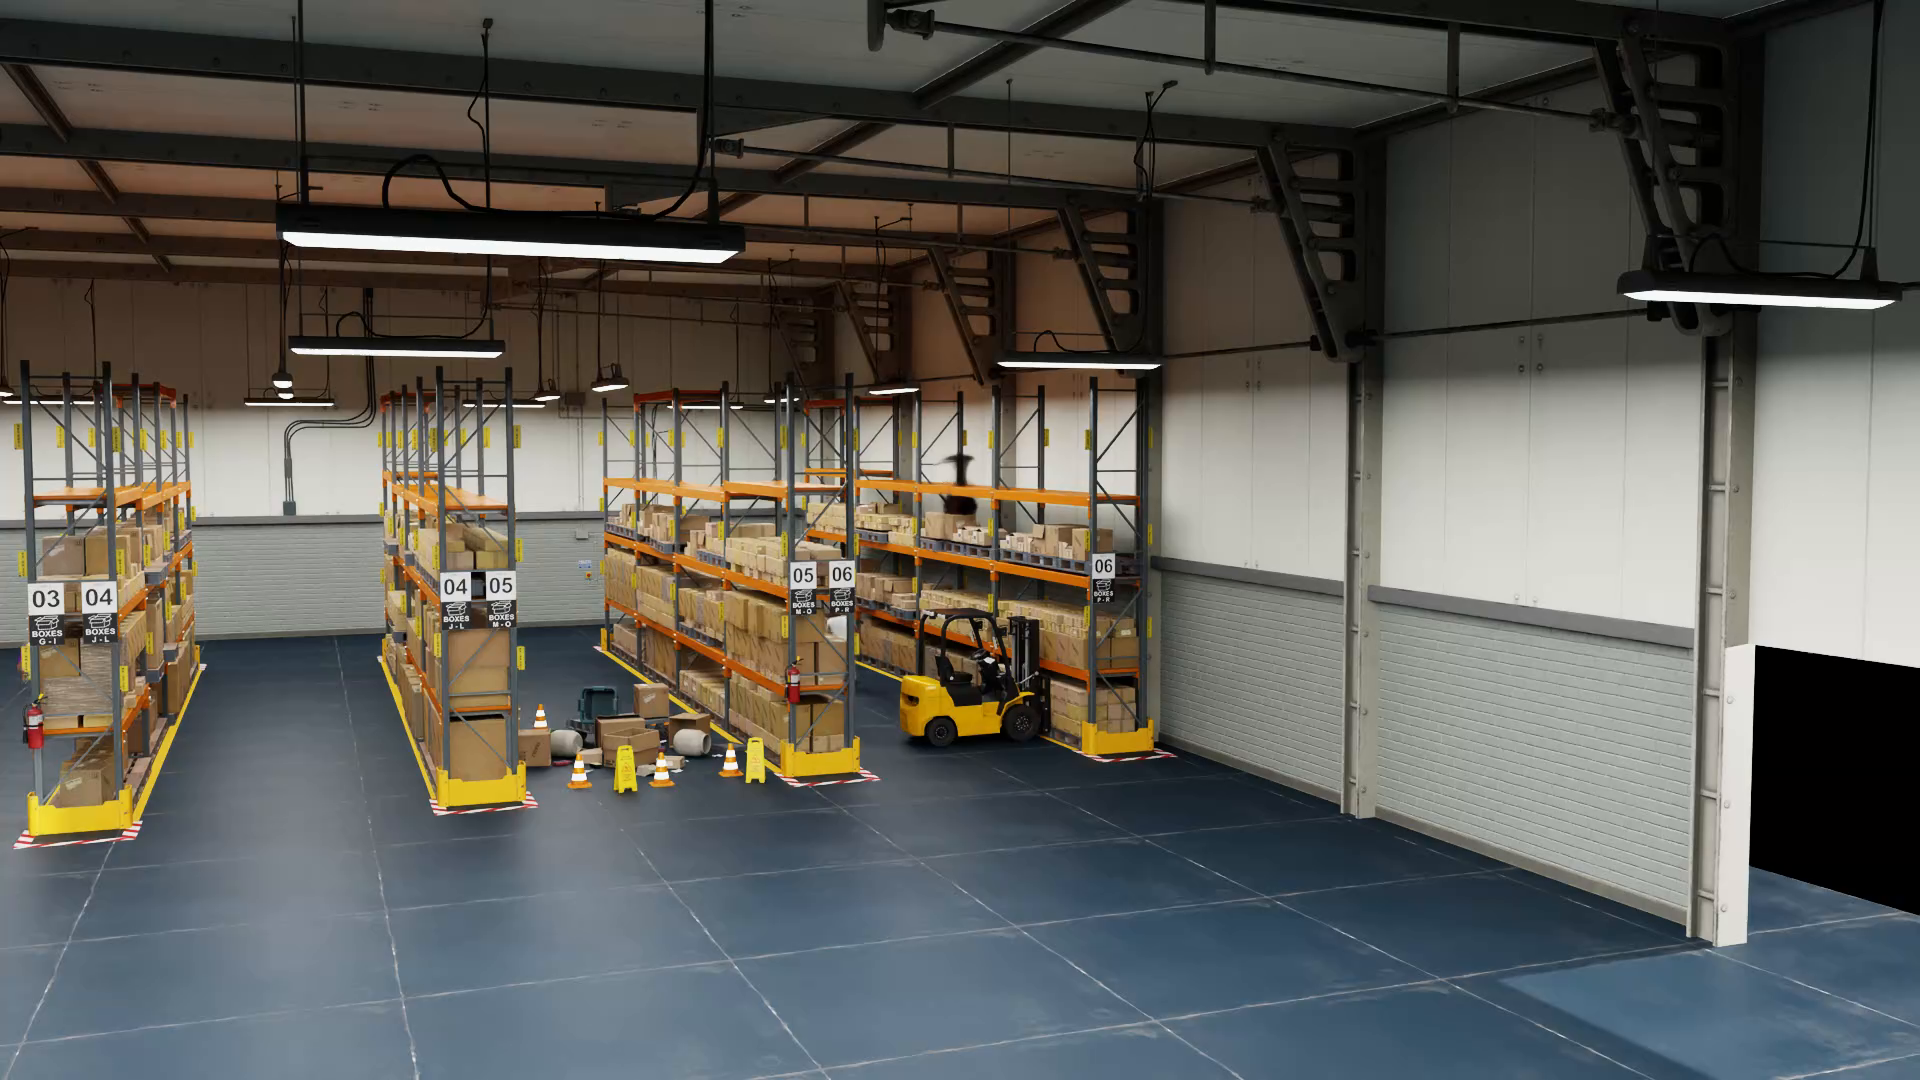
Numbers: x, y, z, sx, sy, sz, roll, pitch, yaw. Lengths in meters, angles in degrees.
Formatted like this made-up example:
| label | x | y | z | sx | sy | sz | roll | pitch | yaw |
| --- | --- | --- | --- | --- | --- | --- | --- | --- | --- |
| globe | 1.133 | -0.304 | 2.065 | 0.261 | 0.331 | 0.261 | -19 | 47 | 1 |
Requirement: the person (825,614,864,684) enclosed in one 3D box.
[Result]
| label | x | y | z | sx | sy | sz | roll | pitch | yaw |
| --- | --- | --- | --- | --- | --- | --- | --- | --- | --- |
| person | -2.355 | 2.160 | 33.646 | 0.821 | 1.701 | 0.666 | 0 | 3 | 2 |

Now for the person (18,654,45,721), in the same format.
| label | x | y | z | sx | sy | sz | roll | pitch | yaw |
| --- | --- | --- | --- | --- | --- | --- | --- | --- | --- |
| person | -15.969 | 2.412 | 28.909 | 0.708 | 1.719 | 0.712 | -2 | 4 | -33 |
